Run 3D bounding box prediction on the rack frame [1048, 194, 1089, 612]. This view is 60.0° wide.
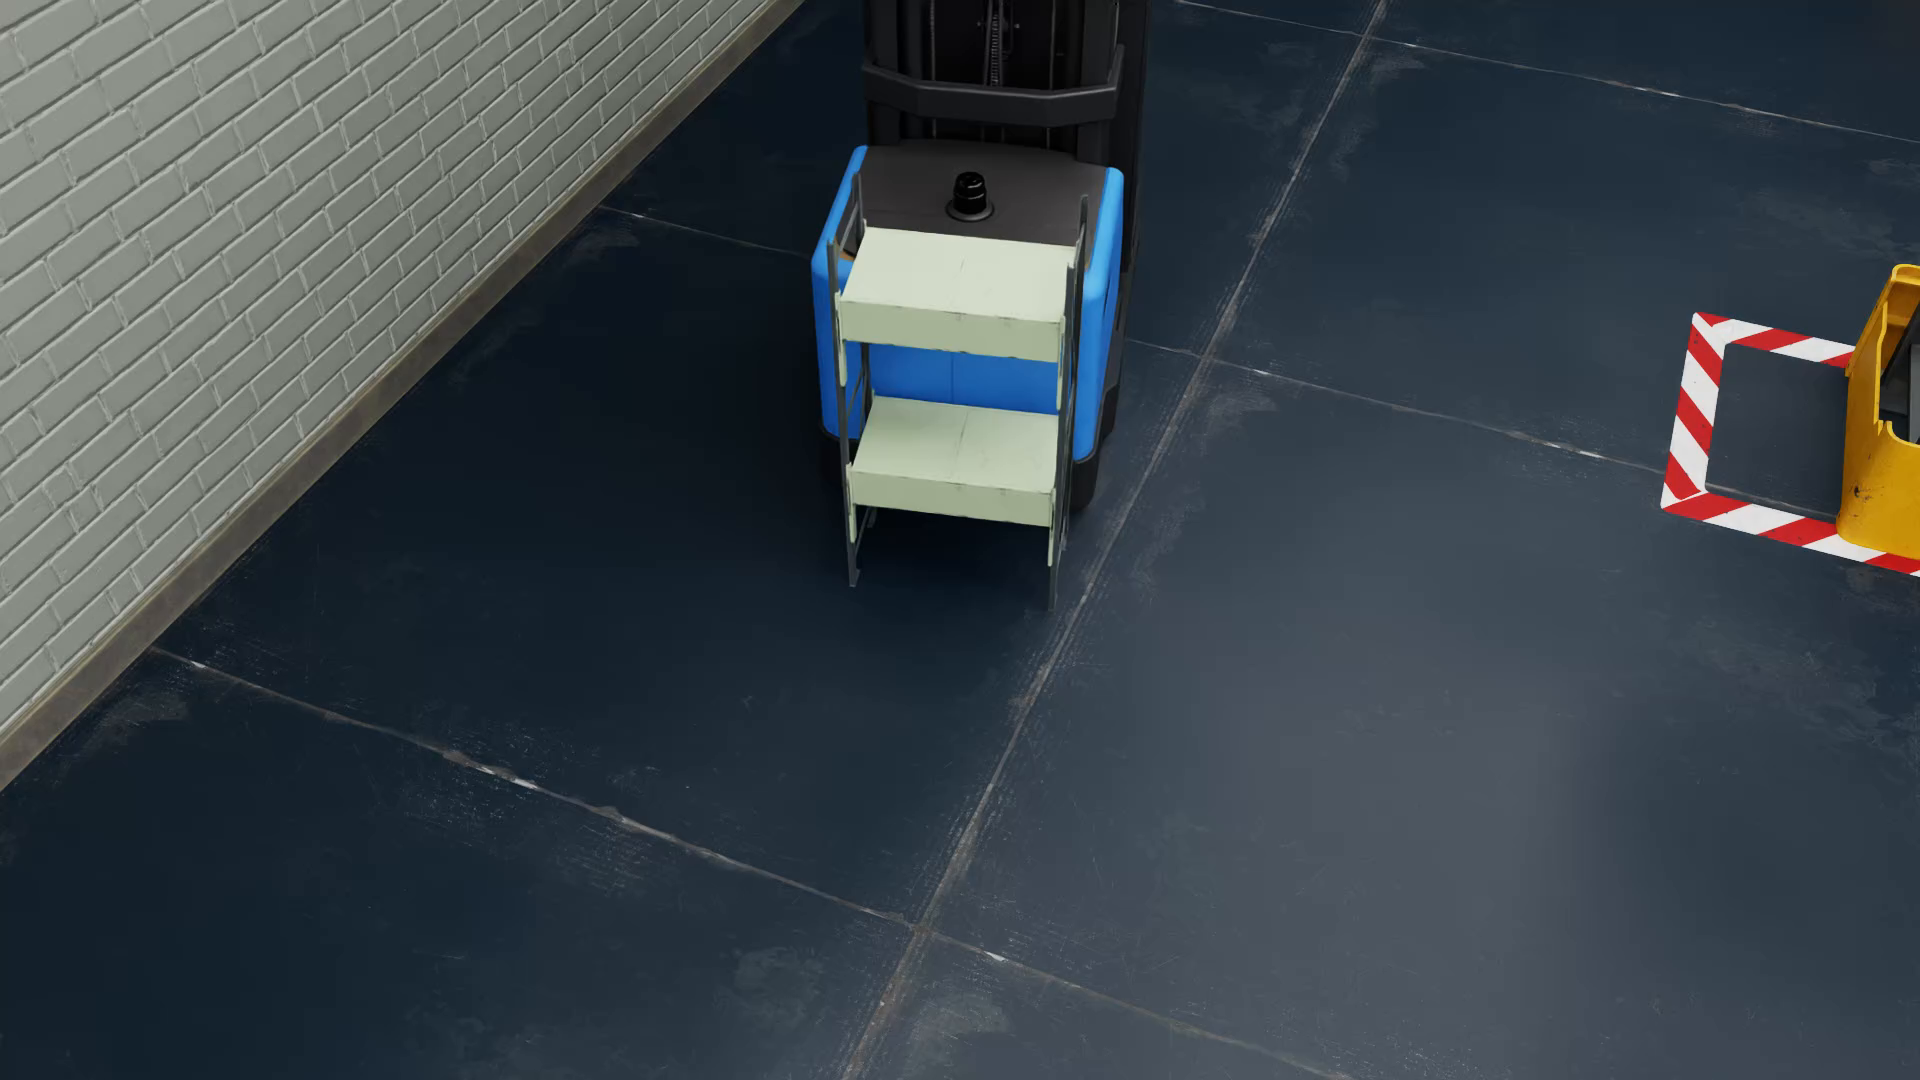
[{"bbox_3d":[0.361,-0.411,5.600,0.023,1.500,0.400,7,45,7],"label":"rack frame"}]

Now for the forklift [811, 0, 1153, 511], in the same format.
[{"bbox_3d":[0.215,-2.197,6.380,1.130,2.935,3.031,7,45,7],"label":"forklift"}]

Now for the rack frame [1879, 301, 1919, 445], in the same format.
[{"bbox_3d":[3.696,-1.393,5.523,0.127,3.000,1.000,16,47,16],"label":"rack frame"}]

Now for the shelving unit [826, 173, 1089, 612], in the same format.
[{"bbox_3d":[0.000,-0.454,5.643,0.755,1.500,0.431,7,45,7],"label":"shelving unit"}]

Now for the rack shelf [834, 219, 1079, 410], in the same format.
[{"bbox_3d":[0.000,-0.731,5.368,0.720,0.370,0.431,7,45,7],"label":"rack shelf"}]

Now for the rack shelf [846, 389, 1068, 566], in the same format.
[{"bbox_3d":[0.000,-0.223,5.873,0.720,0.370,0.431,7,45,7],"label":"rack shelf"}]

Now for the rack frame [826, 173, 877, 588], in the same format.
[{"bbox_3d":[-0.360,-0.497,5.687,0.023,1.500,0.400,7,45,7],"label":"rack frame"}]

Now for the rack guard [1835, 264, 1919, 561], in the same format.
[{"bbox_3d":[3.674,-0.513,6.411,0.348,0.500,1.175,16,47,16],"label":"rack guard"}]
